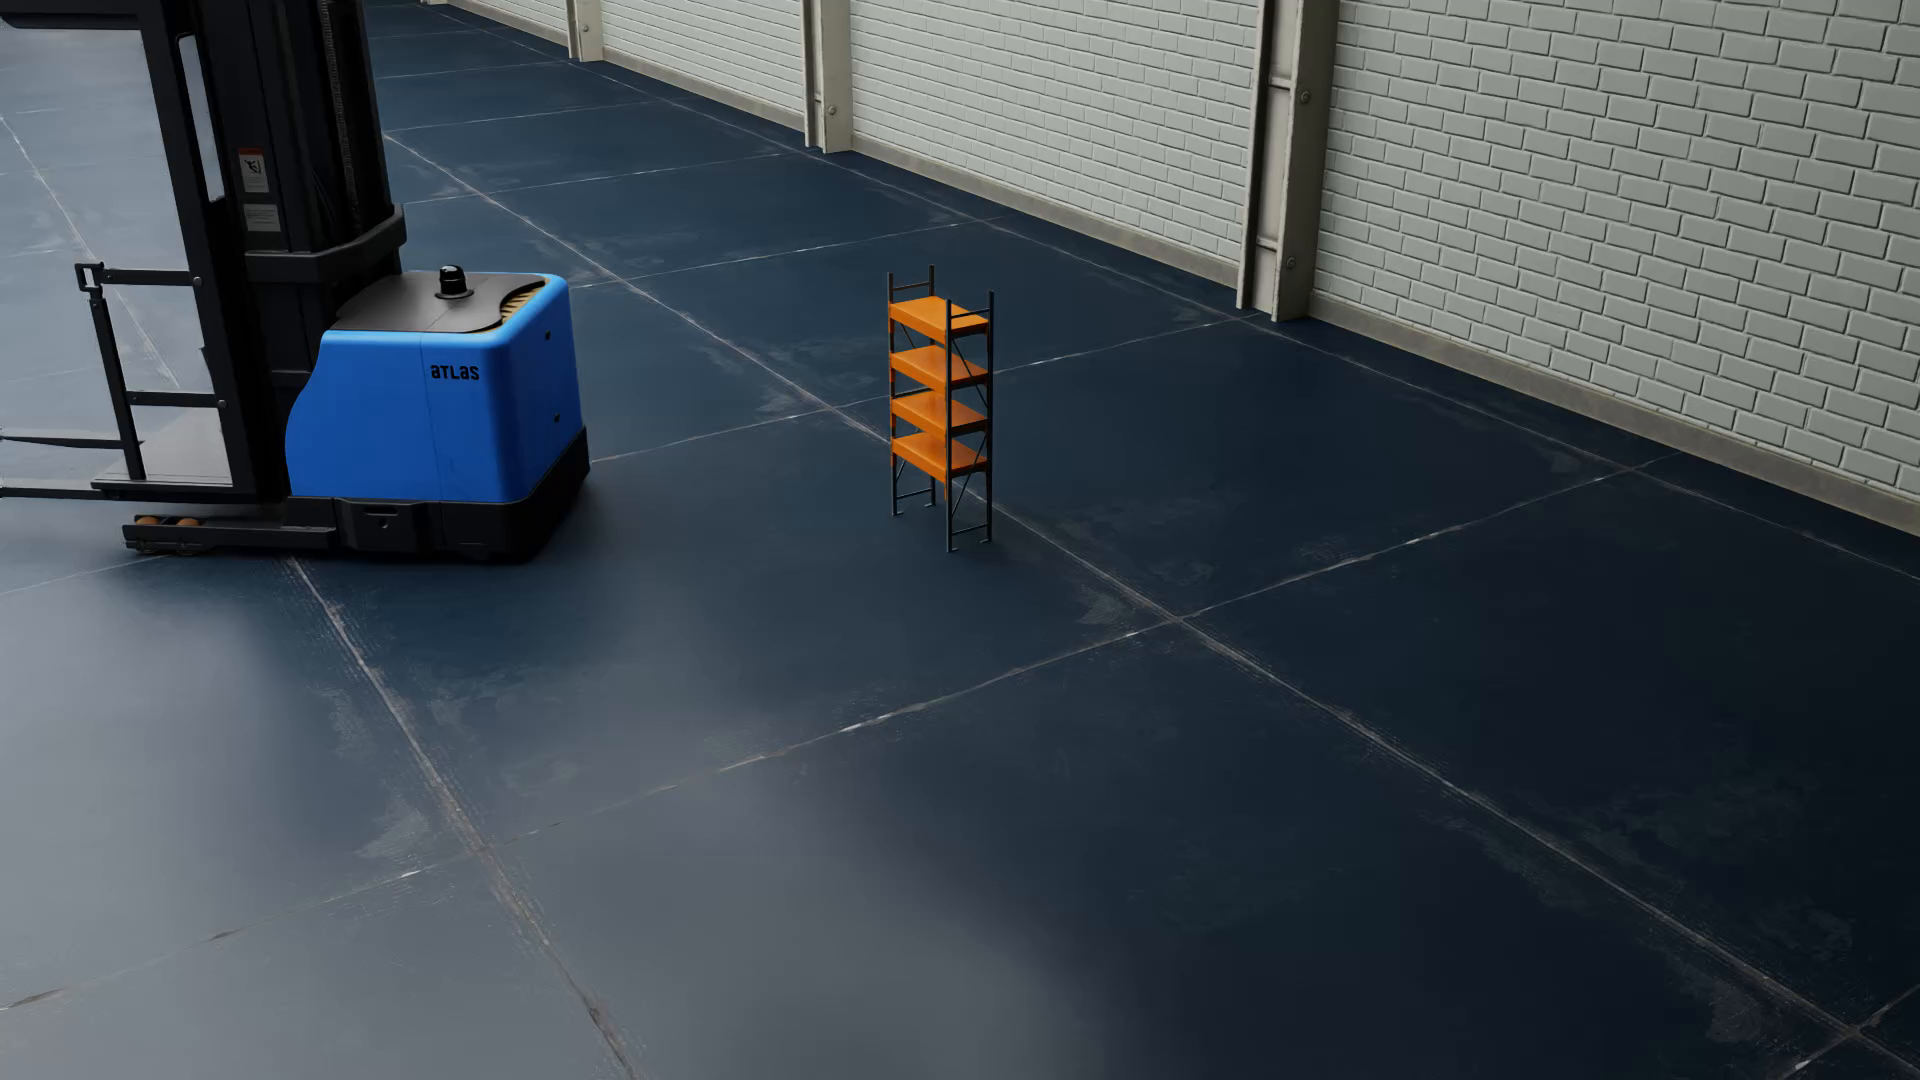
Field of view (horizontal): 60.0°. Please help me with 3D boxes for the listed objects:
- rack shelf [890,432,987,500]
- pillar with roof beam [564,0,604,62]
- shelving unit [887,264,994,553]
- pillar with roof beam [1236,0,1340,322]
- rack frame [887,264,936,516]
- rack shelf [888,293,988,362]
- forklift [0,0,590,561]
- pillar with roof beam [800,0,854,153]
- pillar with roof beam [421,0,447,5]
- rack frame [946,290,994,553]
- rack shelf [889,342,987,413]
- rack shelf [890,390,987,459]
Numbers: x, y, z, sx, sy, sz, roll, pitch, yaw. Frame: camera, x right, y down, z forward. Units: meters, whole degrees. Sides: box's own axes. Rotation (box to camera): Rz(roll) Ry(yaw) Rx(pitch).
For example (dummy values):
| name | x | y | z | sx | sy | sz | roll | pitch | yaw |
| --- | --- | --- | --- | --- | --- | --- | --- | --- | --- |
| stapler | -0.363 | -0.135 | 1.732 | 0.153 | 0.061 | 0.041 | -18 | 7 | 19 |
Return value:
| name | x | y | z | sx | sy | sz | roll | pitch | yaw |
| --- | --- | --- | --- | --- | --- | --- | --- | --- | --- |
| rack shelf | -0.090 | -0.361 | 7.733 | 0.258 | 0.148 | 0.480 | -16 | 29 | -30 |
| pillar with roof beam | -8.095 | -8.870 | 15.998 | 9.100 | 9.000 | 0.400 | -16 | 29 | -30 |
| shelving unit | -0.090 | -0.602 | 7.619 | 0.258 | 1.200 | 0.503 | -16 | 29 | -30 |
| pillar with roof beam | -1.545 | -4.578 | 6.906 | 9.100 | 9.000 | 0.400 | -16 | 29 | -30 |
| rack frame | -0.224 | -0.689 | 7.804 | 0.240 | 1.200 | 0.015 | -16 | 29 | -30 |
| rack shelf | -0.090 | -0.957 | 7.452 | 0.258 | 0.148 | 0.480 | -16 | 29 | -30 |
| forklift | -3.395 | -1.477 | 7.444 | 3.031 | 2.935 | 1.130 | 2 | 25 | 4 |
| pillar with roof beam | -4.820 | -6.724 | 11.452 | 9.100 | 9.000 | 0.400 | -16 | 29 | -30 |
| pillar with roof beam | -11.371 | -11.016 | 20.544 | 9.100 | 9.000 | 0.400 | -16 | 29 | -30 |
| rack frame | 0.043 | -0.515 | 7.434 | 0.240 | 1.200 | 0.015 | -16 | 29 | -30 |
| rack shelf | -0.090 | -0.743 | 7.552 | 0.258 | 0.148 | 0.480 | -16 | 29 | -30 |
| rack shelf | -0.090 | -0.541 | 7.648 | 0.258 | 0.148 | 0.480 | -16 | 29 | -30 |
